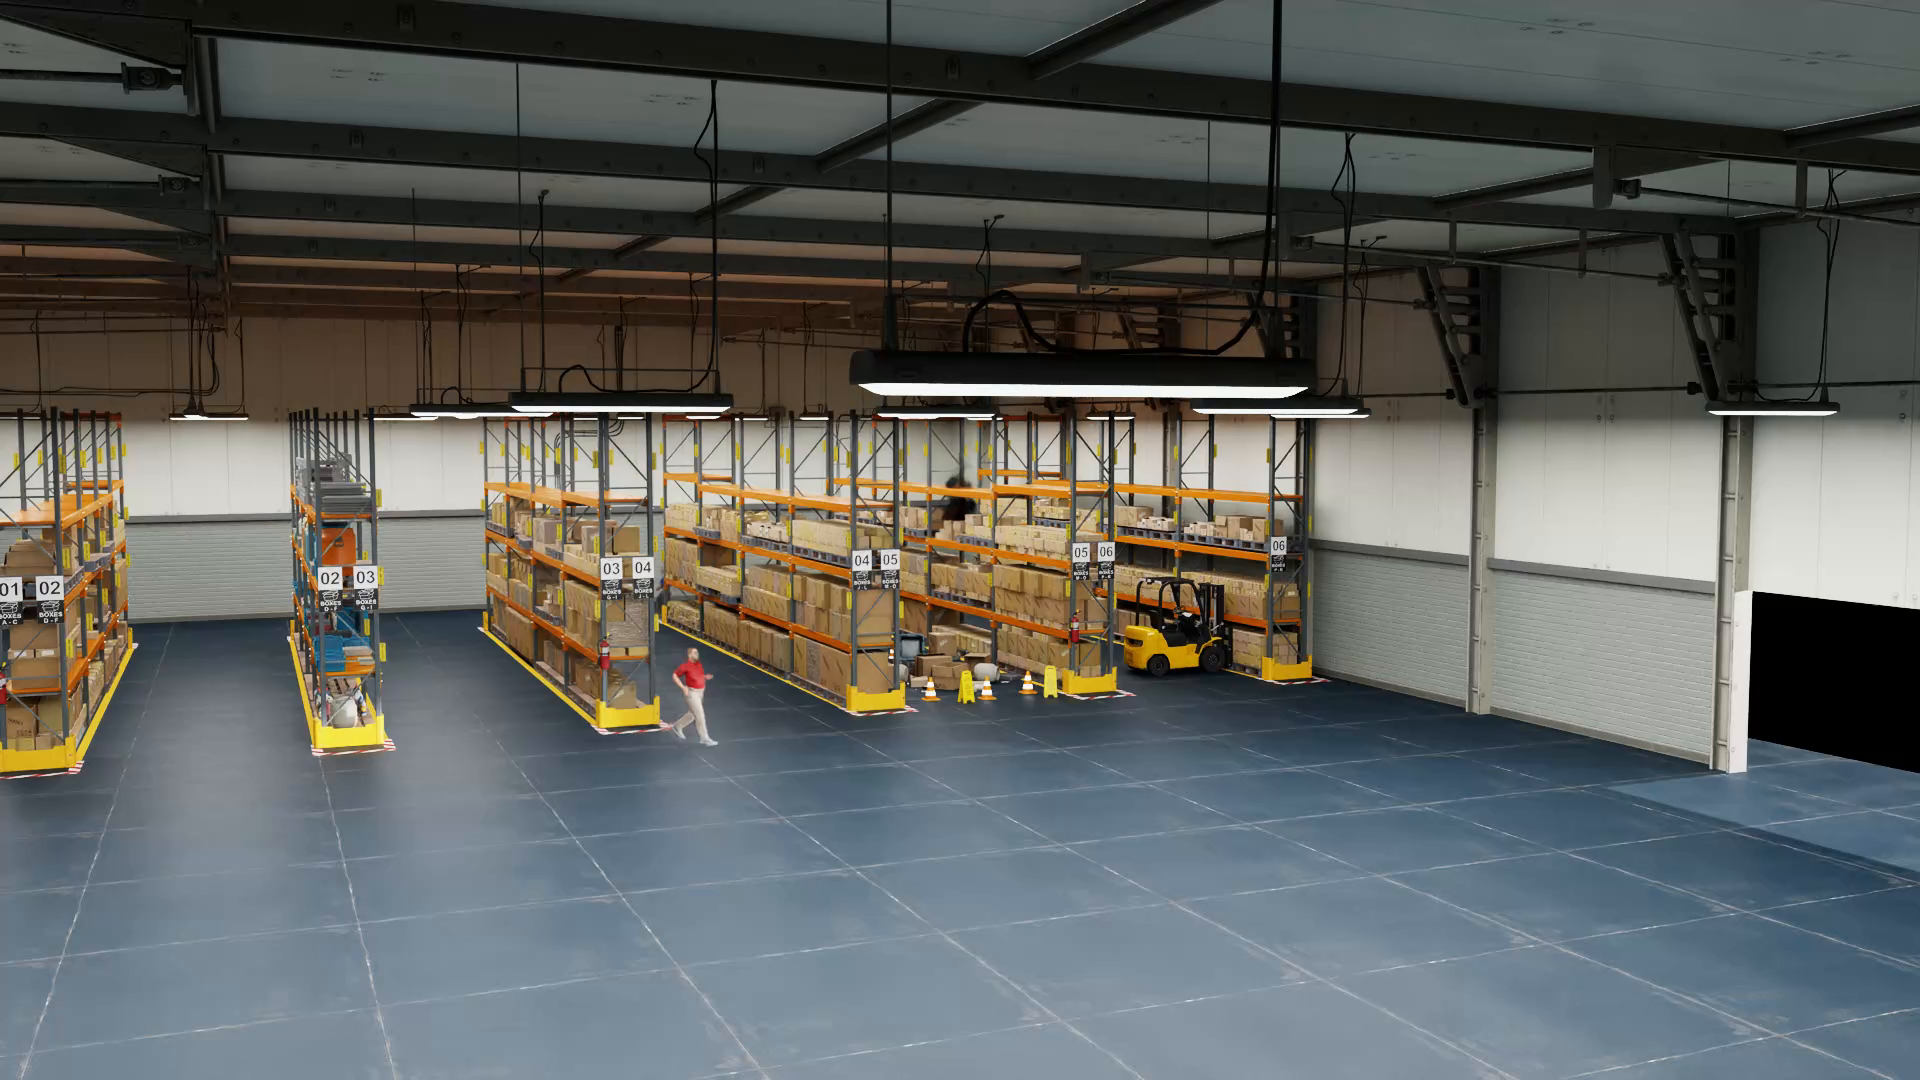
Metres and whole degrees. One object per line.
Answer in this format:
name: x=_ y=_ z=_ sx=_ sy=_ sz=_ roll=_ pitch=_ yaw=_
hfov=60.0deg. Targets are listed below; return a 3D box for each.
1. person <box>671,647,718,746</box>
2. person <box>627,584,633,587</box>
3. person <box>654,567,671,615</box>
person: x=-4.732 y=2.767 z=29.608 sx=0.962 sy=1.714 sz=0.663 roll=1 pitch=4 yaw=18
person: x=-9.172 y=1.620 z=46.094 sx=0.692 sy=1.843 sz=0.647 roll=-1 pitch=4 yaw=-15
person: x=-8.752 y=1.516 z=49.286 sx=0.888 sy=1.483 sz=0.651 roll=0 pitch=4 yaw=-4
